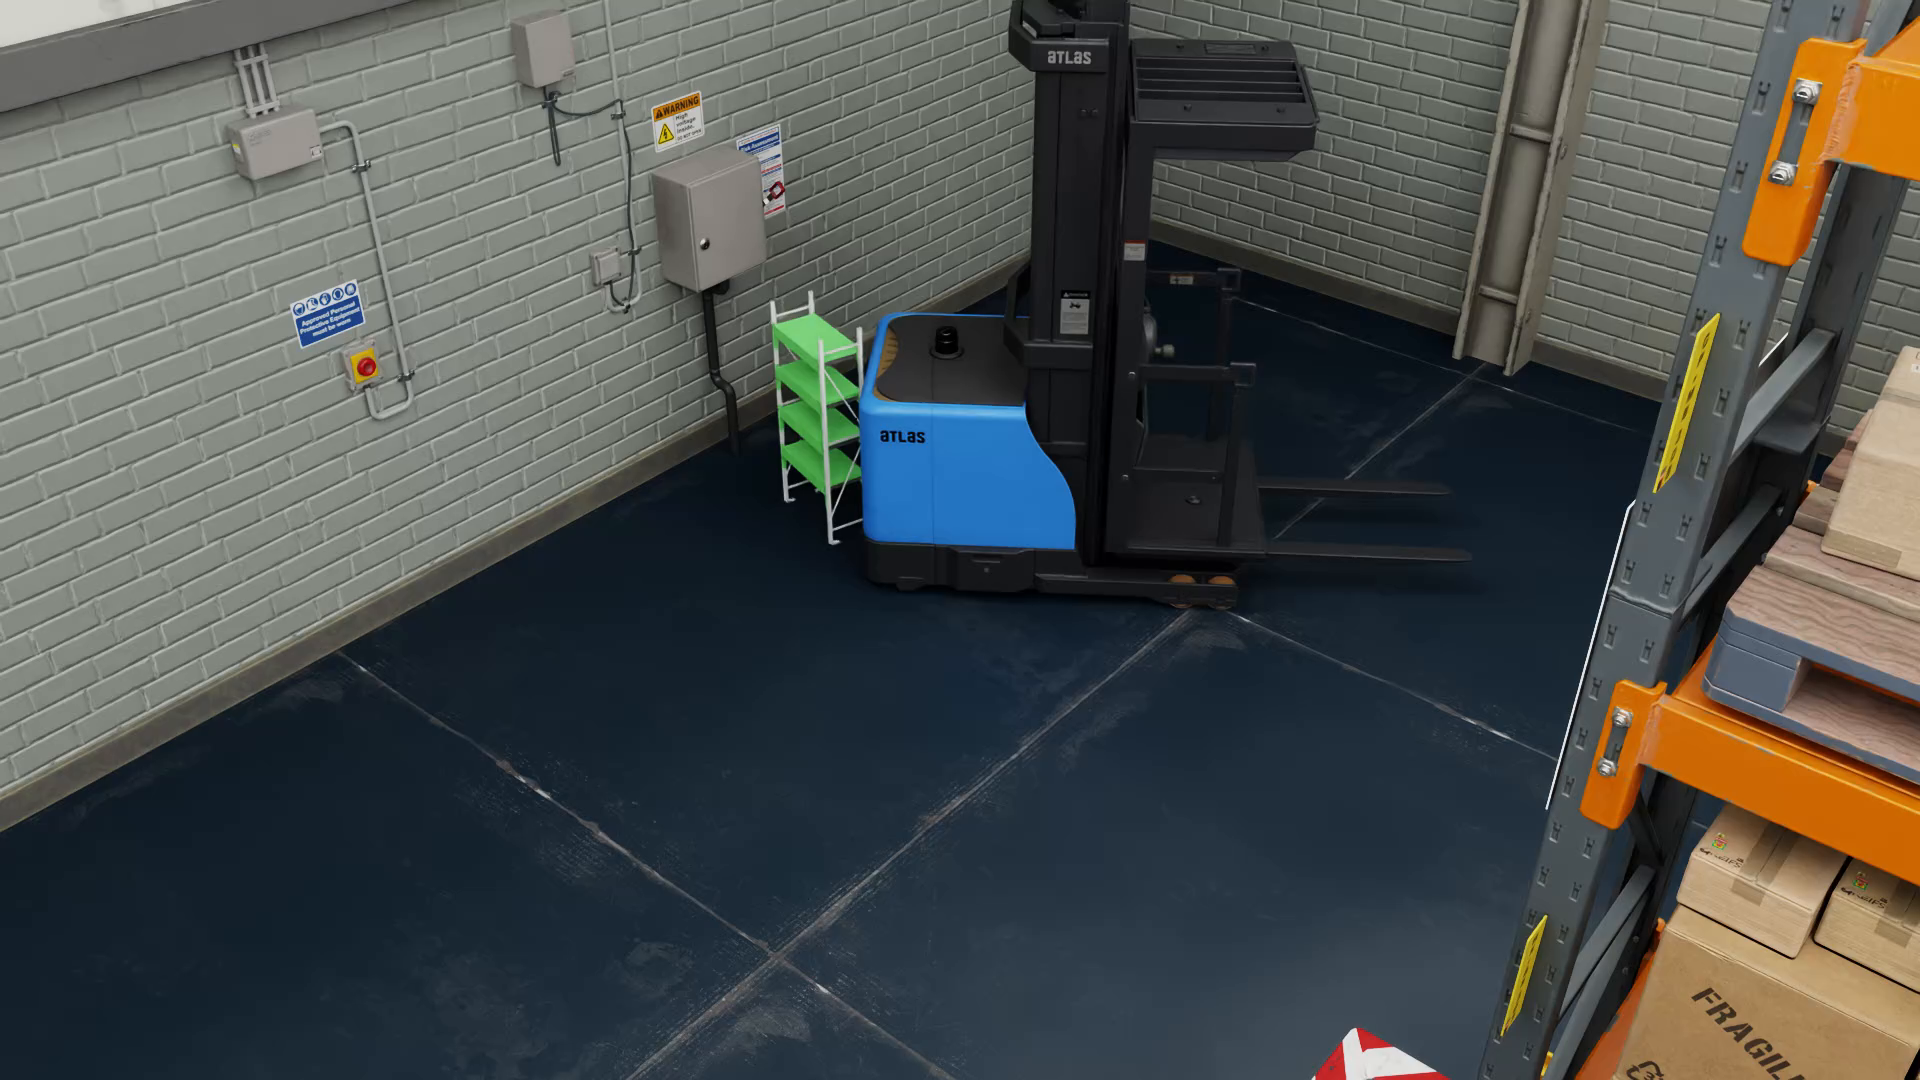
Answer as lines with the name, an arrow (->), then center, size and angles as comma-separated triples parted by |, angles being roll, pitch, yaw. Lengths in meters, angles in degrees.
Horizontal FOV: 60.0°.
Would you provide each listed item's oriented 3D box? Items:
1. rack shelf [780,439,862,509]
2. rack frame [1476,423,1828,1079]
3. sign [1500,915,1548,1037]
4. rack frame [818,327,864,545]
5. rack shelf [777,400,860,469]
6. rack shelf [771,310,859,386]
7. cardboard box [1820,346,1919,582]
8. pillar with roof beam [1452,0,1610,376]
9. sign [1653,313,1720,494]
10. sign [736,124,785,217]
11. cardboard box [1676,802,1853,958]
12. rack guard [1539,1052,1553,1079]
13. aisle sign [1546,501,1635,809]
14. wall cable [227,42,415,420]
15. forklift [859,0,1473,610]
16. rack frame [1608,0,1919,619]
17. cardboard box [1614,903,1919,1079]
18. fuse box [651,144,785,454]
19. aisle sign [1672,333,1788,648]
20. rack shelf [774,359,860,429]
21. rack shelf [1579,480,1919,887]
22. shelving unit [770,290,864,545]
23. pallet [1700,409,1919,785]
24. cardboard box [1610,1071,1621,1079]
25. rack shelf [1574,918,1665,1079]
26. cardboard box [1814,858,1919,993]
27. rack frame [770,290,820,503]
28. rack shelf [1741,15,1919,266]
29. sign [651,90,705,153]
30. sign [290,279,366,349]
rack shelf -> -0.719, -0.373, 8.771 | 0.258, 0.148, 0.480 | -20, 39, -27
rack frame -> 1.651, 1.151, 4.425 | 0.127, 3.000, 1.000 | 25, 42, 32
sign -> 1.291, 1.000, 3.809 | 0.005, 0.325, 0.100 | 25, 42, 32
rack frame -> -0.585, -0.509, 8.431 | 0.240, 1.200, 0.015 | -20, 39, -27
rack shelf -> -0.719, -0.571, 8.635 | 0.258, 0.148, 0.480 | -20, 39, -27
rack shelf -> -0.719, -0.967, 8.363 | 0.258, 0.148, 0.480 | -20, 39, -27
cardboard box -> 2.054, -0.114, 3.291 | 0.500, 0.250, 0.500 | 21, 40, 28
pillar with roof beam -> 0.574, -2.979, 5.139 | 0.400, 9.000, 9.100 | 25, 42, 32
sign -> 1.291, -0.239, 2.957 | 0.005, 0.325, 0.100 | 25, 42, 32
sign -> -1.085, -1.993, 9.087 | 0.001, 0.494, 0.329 | 25, 42, 32
cardboard box -> 1.747, 0.679, 3.567 | 0.250, 0.149, 0.380 | 26, 42, 33
rack guard -> 1.632, 2.172, 5.145 | 0.348, 0.500, 1.175 | 25, 42, 32
aisle sign -> 1.410, 0.179, 3.543 | 0.004, 0.787, 0.394 | 25, 42, 32
wall cable -> -2.698, -1.313, 7.087 | 0.123, 1.953, 0.585 | 25, 42, 32
forklift -> 1.048, -1.175, 7.873 | 3.031, 2.935, 1.130 | 2, 35, 3
rack frame -> 1.651, -1.322, 2.726 | 0.127, 3.000, 1.000 | 25, 42, 32
cardboard box -> 1.837, 0.995, 3.680 | 0.500, 0.500, 0.500 | 24, 41, 31
fuse box -> -1.241, -1.212, 9.003 | 0.414, 1.711, 0.539 | 25, 42, 32
aisle sign -> 1.794, -0.082, 3.923 | 0.004, 0.787, 0.394 | 25, 42, 32
rack shelf -> -0.719, -0.769, 8.499 | 0.258, 0.148, 0.480 | -20, 39, -27
rack shelf -> 3.188, 0.935, 2.724 | 4.000, 0.370, 1.077 | 25, 42, 32
shelving unit -> -0.719, -0.624, 8.599 | 0.258, 1.200, 0.503 | -20, 39, -27
pallet -> 2.228, 0.215, 3.216 | 1.213, 0.211, 1.003 | 25, 42, 32
cardboard box -> 1.836, 1.408, 3.961 | 0.500, 0.500, 0.500 | 25, 42, 31
rack shelf -> 3.188, 2.172, 3.574 | 4.000, 0.370, 1.077 | 25, 42, 32
cardboard box -> 1.994, 0.743, 3.474 | 0.250, 0.149, 0.380 | 26, 42, 33
rack frame -> -0.853, -0.739, 8.767 | 0.240, 1.200, 0.015 | -20, 39, -27
rack shelf -> 3.188, -0.136, 1.988 | 4.000, 0.370, 1.077 | 25, 42, 32
sign -> -1.436, -2.134, 8.478 | 0.001, 0.242, 0.339 | 25, 42, 32
sign -> -2.775, -0.994, 7.309 | 0.001, 0.218, 0.327 | 25, 42, 32
